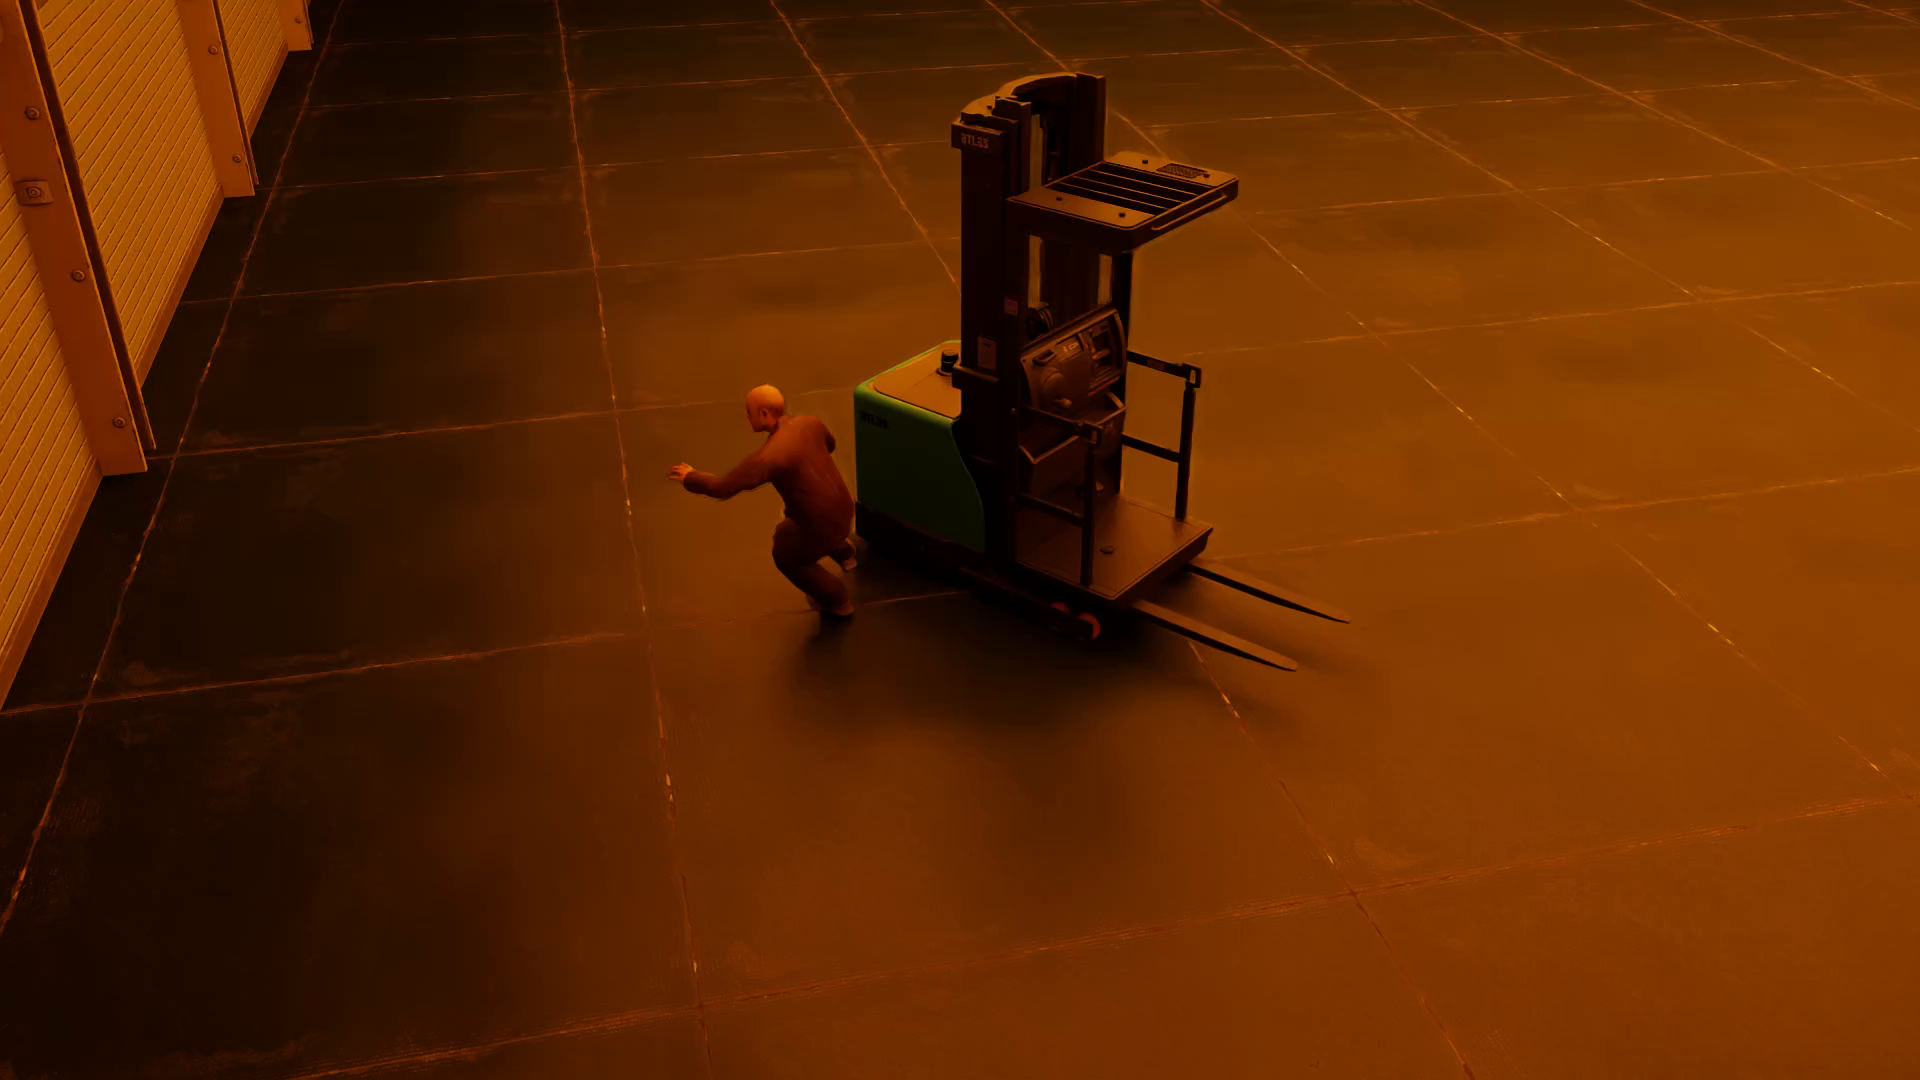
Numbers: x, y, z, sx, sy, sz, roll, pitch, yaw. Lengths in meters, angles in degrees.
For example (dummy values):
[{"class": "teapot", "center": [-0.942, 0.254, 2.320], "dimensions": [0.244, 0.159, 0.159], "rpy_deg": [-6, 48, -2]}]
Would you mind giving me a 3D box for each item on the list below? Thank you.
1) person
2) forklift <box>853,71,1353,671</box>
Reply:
[{"class": "person", "center": [-1.010, -0.245, 9.408], "dimensions": [0.949, 1.529, 1.245], "rpy_deg": [9, 31, 15]}, {"class": "forklift", "center": [0.811, -0.984, 9.274], "dimensions": [3.031, 2.935, 1.130], "rpy_deg": [22, 37, 33]}]
